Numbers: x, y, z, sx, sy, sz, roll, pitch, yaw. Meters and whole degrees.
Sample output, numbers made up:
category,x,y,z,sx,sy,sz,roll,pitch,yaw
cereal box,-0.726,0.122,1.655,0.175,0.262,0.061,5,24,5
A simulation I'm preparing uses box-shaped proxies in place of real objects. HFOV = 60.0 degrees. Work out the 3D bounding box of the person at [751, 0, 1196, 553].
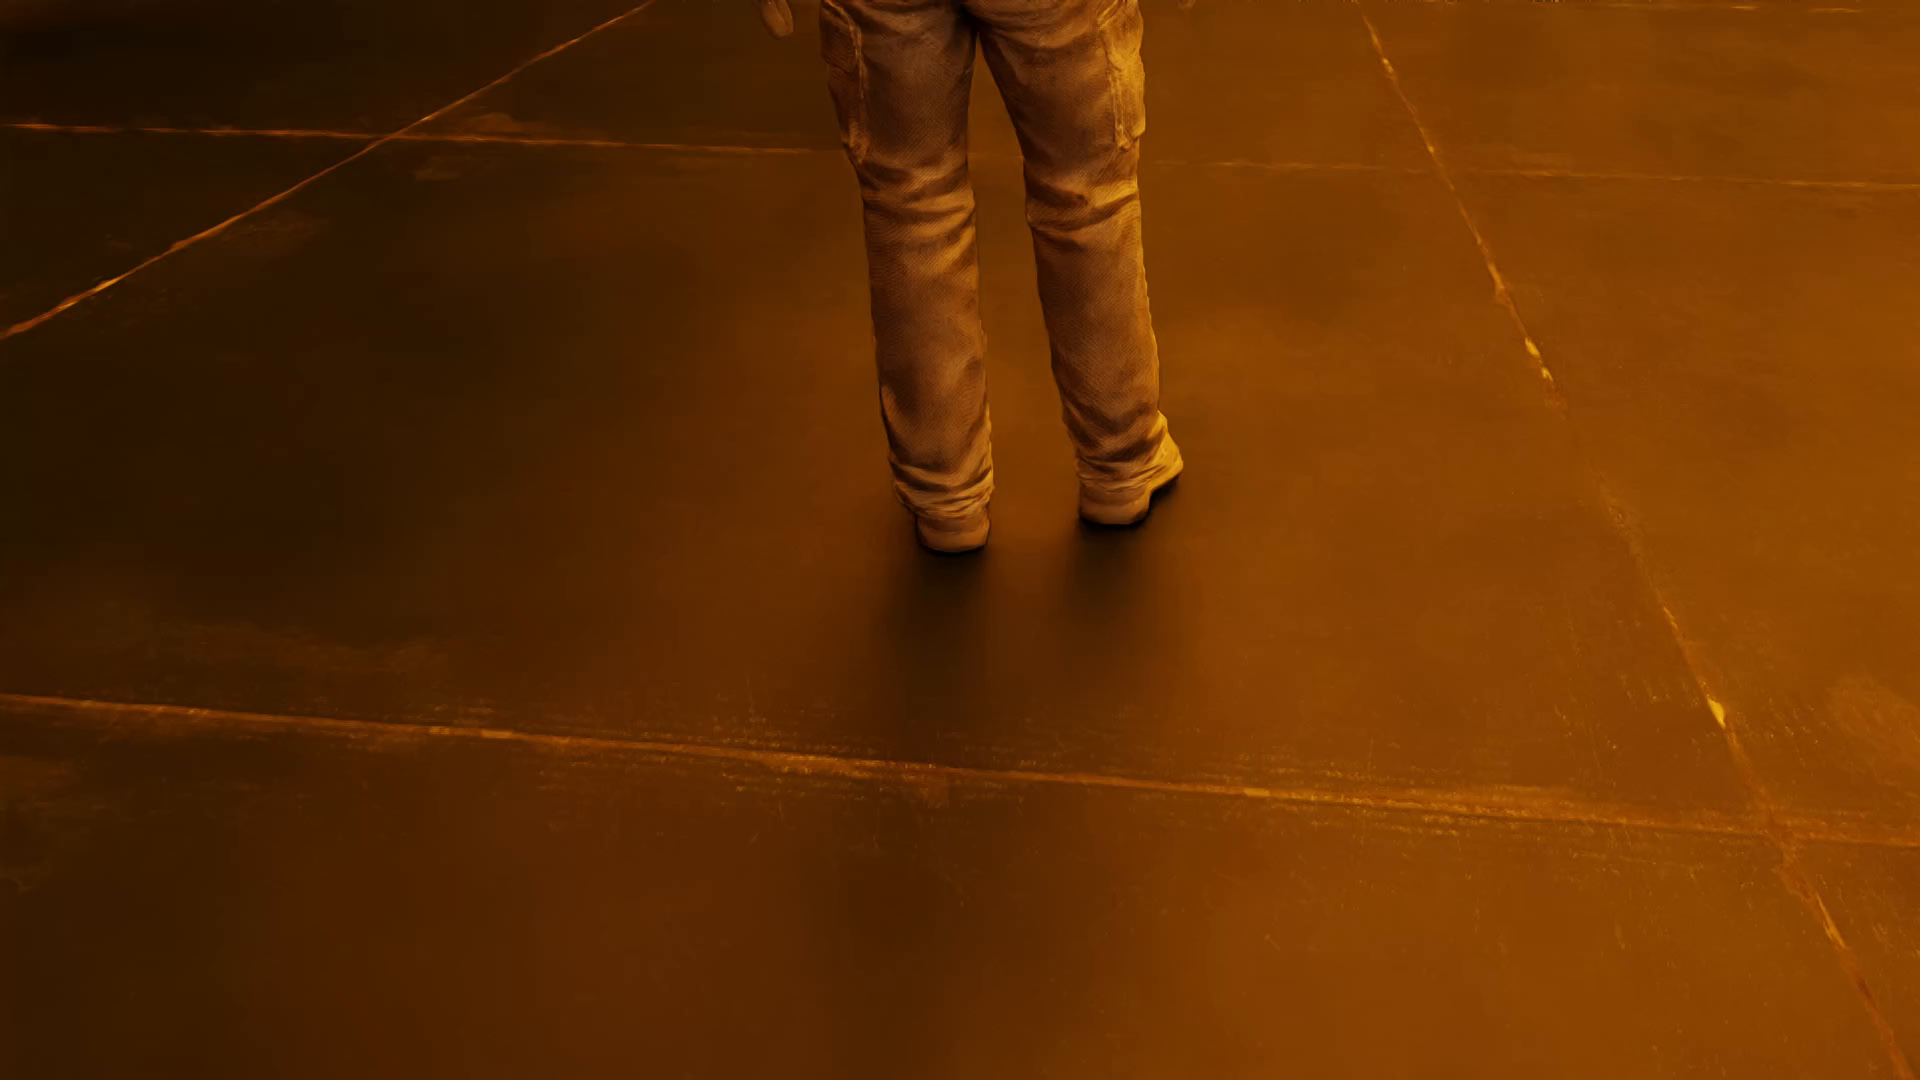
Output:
category,x,y,z,sx,sy,sz,roll,pitch,yaw
person,0.017,-0.835,2.162,0.655,1.782,0.576,3,27,7
